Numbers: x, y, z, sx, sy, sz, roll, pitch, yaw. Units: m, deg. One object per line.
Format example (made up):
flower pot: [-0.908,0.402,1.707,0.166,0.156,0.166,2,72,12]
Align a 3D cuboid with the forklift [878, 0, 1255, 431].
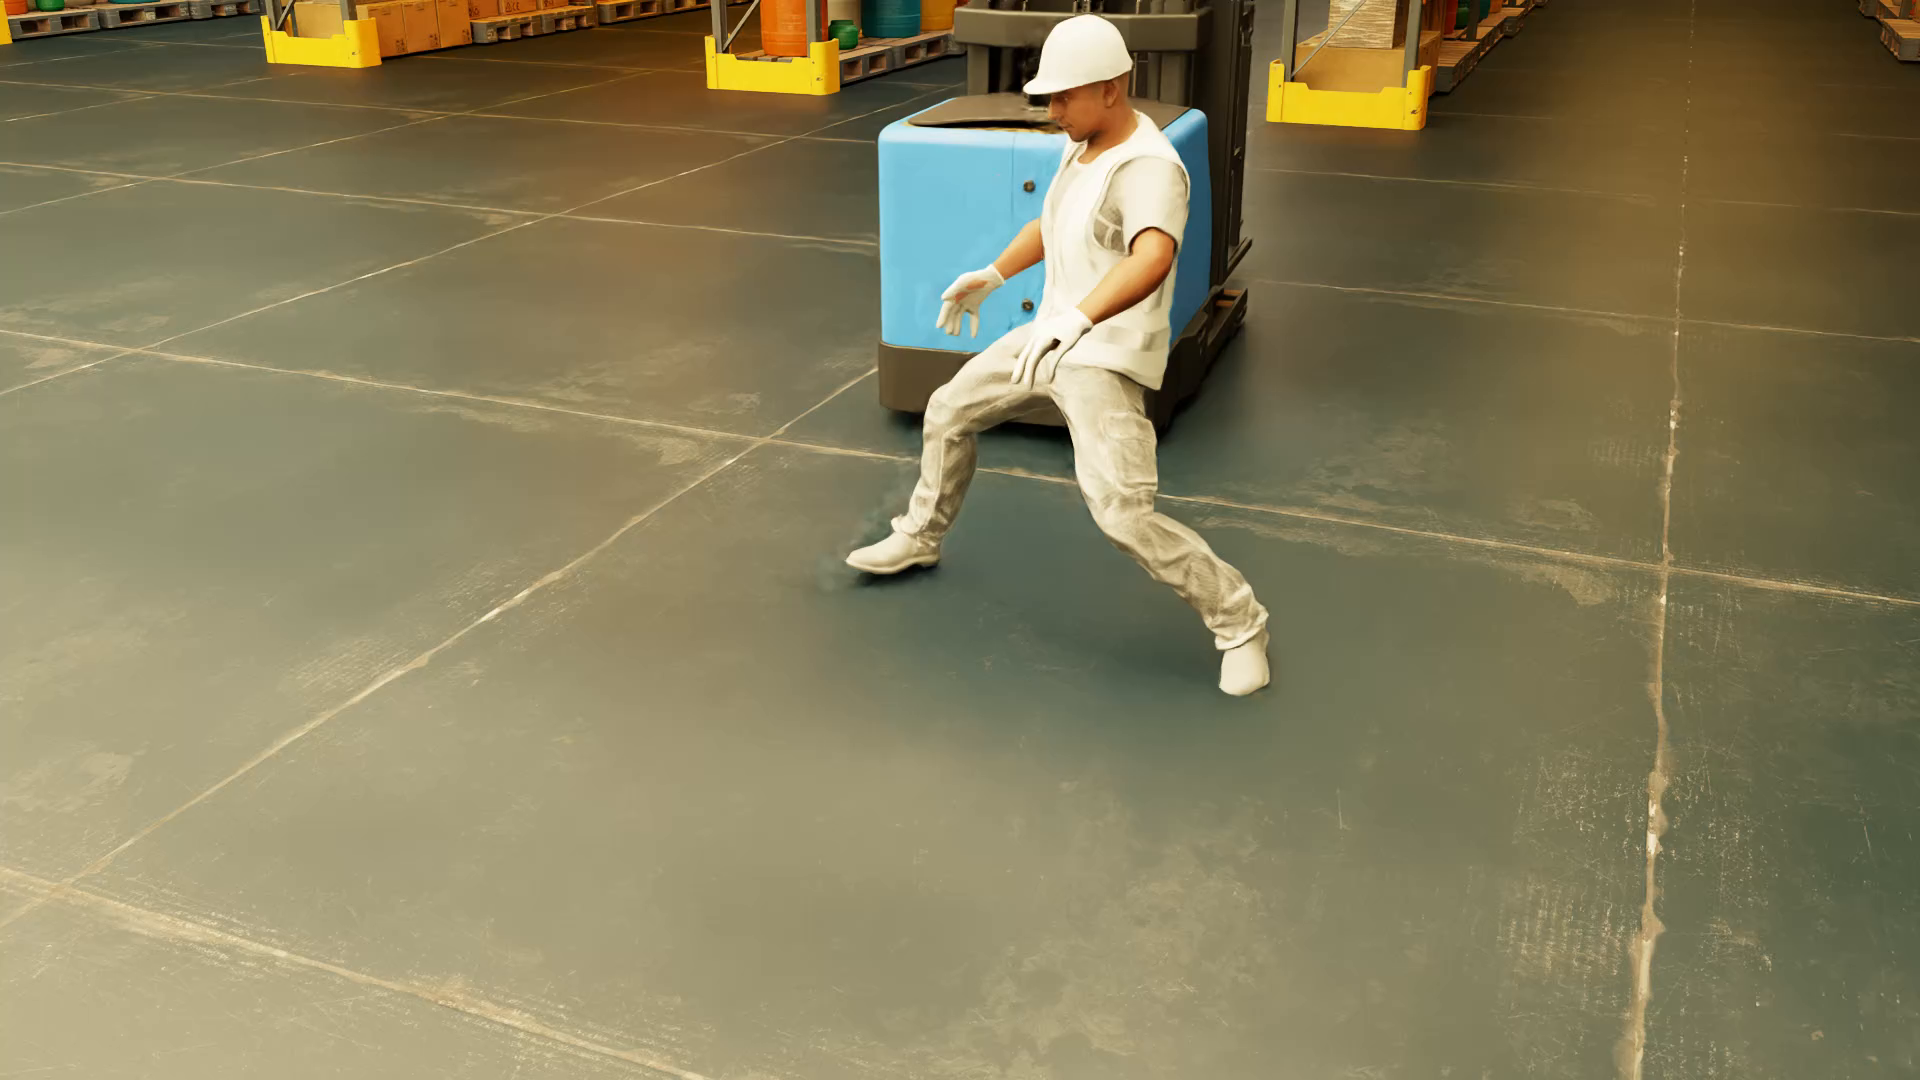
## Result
forklift: [0.640,-2.261,6.702,1.130,2.935,3.031,7,24,16]

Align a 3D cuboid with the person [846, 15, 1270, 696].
person: [0.254,-0.495,4.257,0.982,1.617,1.077,-6,23,-14]
